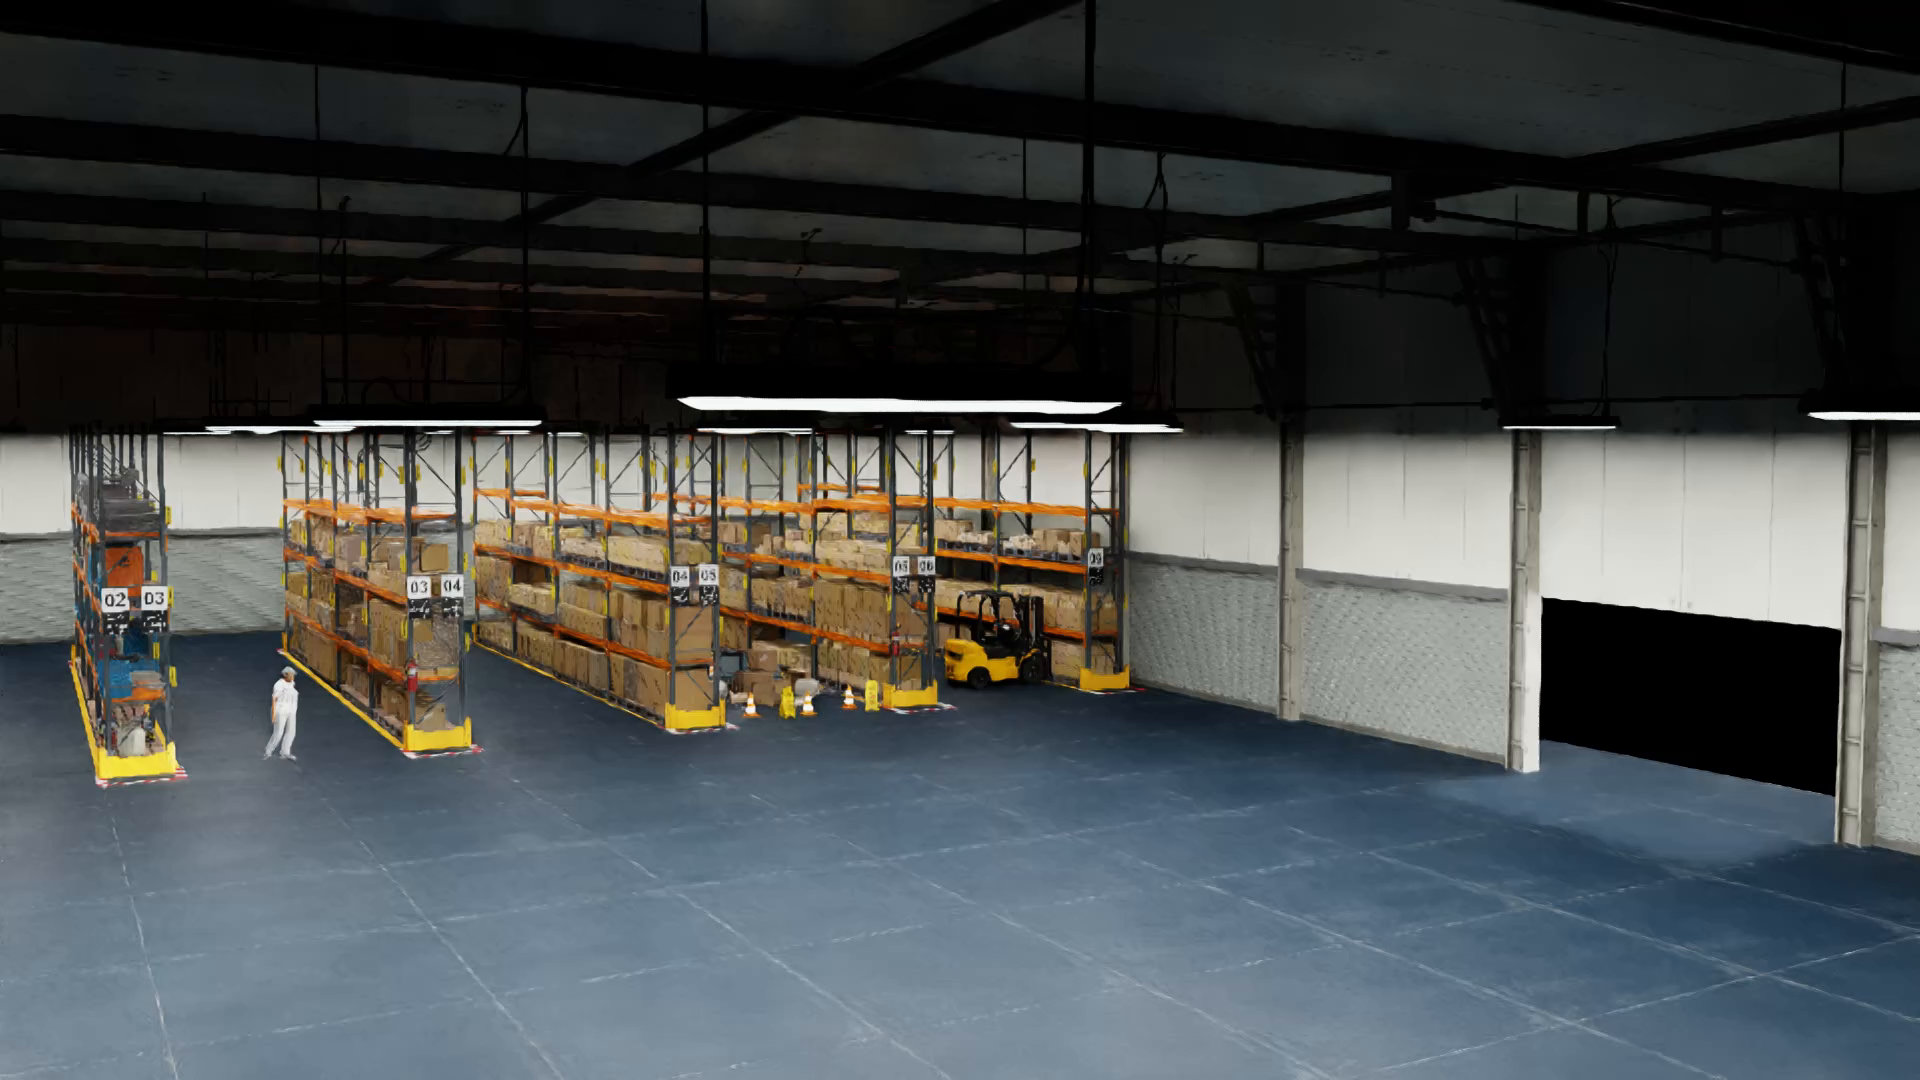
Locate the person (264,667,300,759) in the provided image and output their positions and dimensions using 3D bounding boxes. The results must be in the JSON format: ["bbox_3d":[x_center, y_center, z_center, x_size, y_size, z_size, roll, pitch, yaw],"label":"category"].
[{"bbox_3d":[-12.077,3.076,29.589,0.589,1.646,0.547,2,4,24],"label":"person"}]
